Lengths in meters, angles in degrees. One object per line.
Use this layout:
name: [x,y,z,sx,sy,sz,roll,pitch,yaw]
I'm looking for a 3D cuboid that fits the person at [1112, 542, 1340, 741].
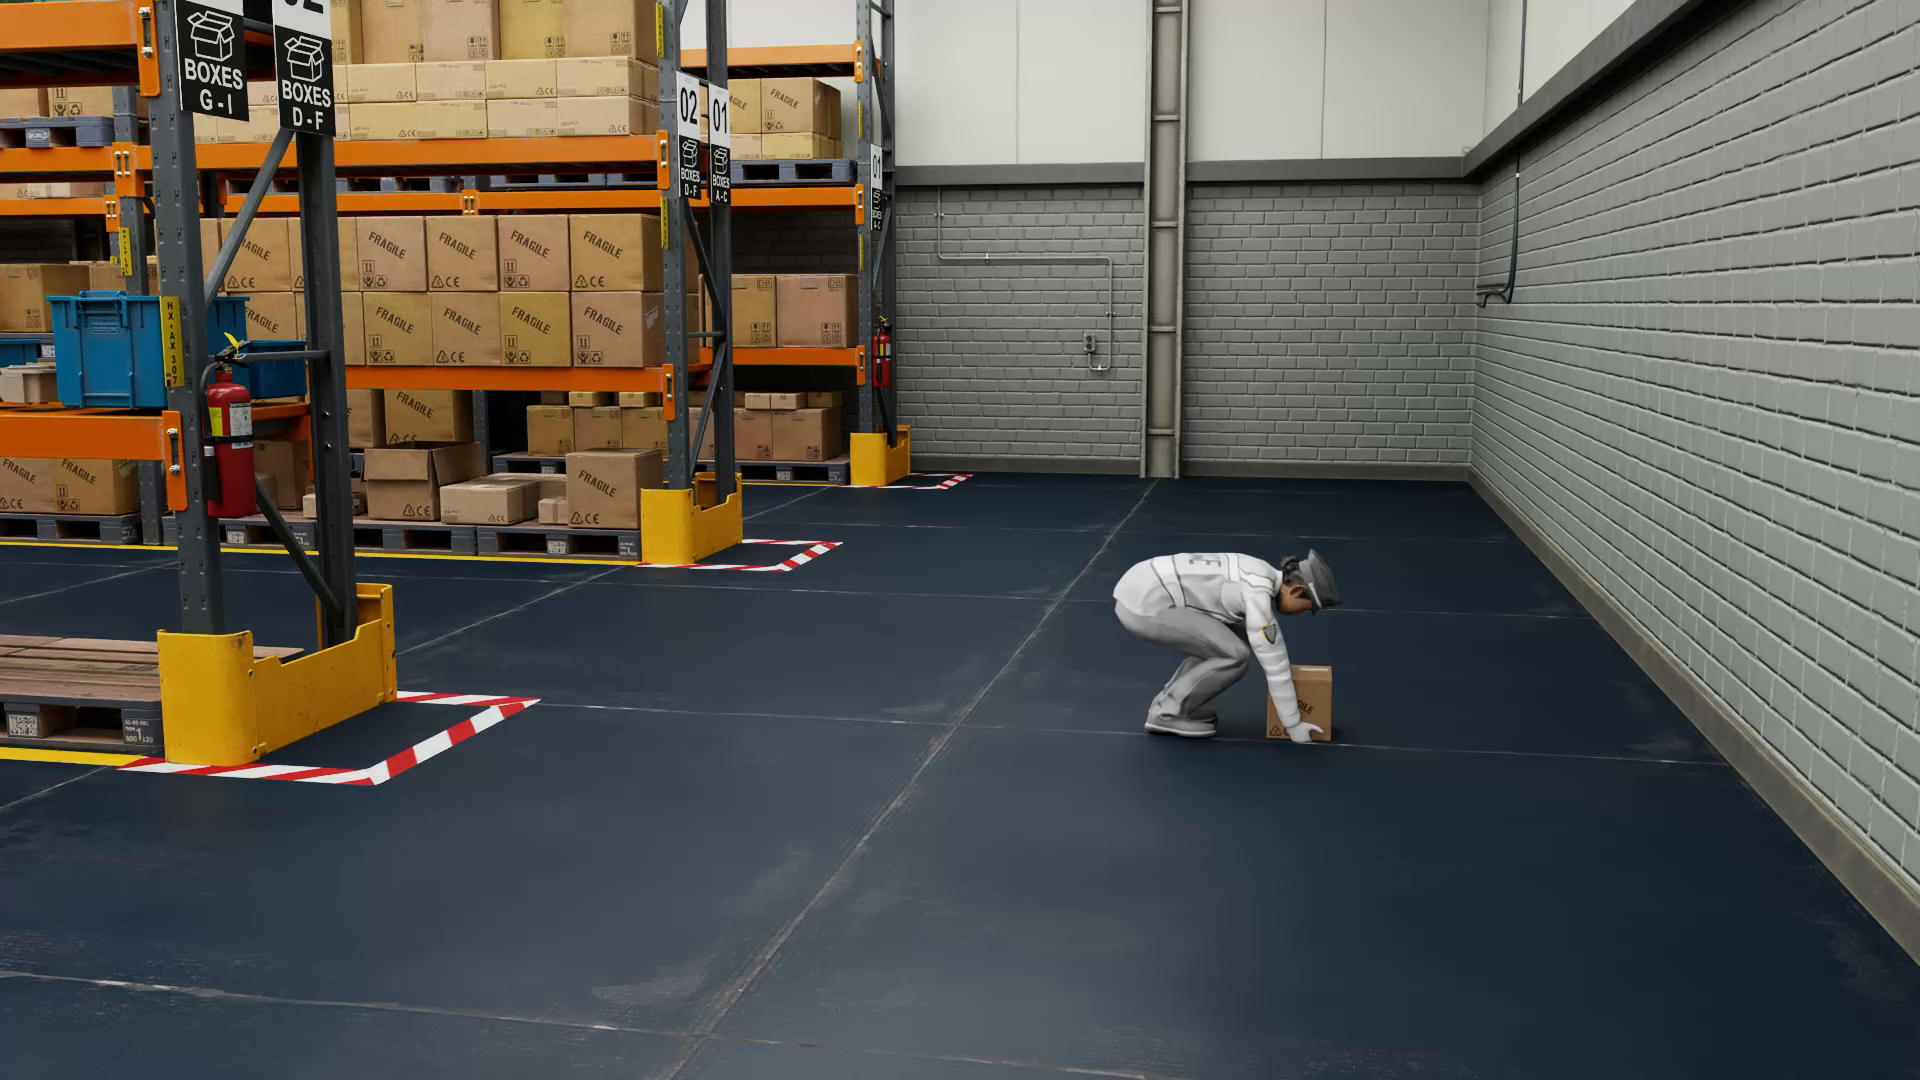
person: [1.074,0.403,6.740,0.910,0.788,0.463,1,8,9]
